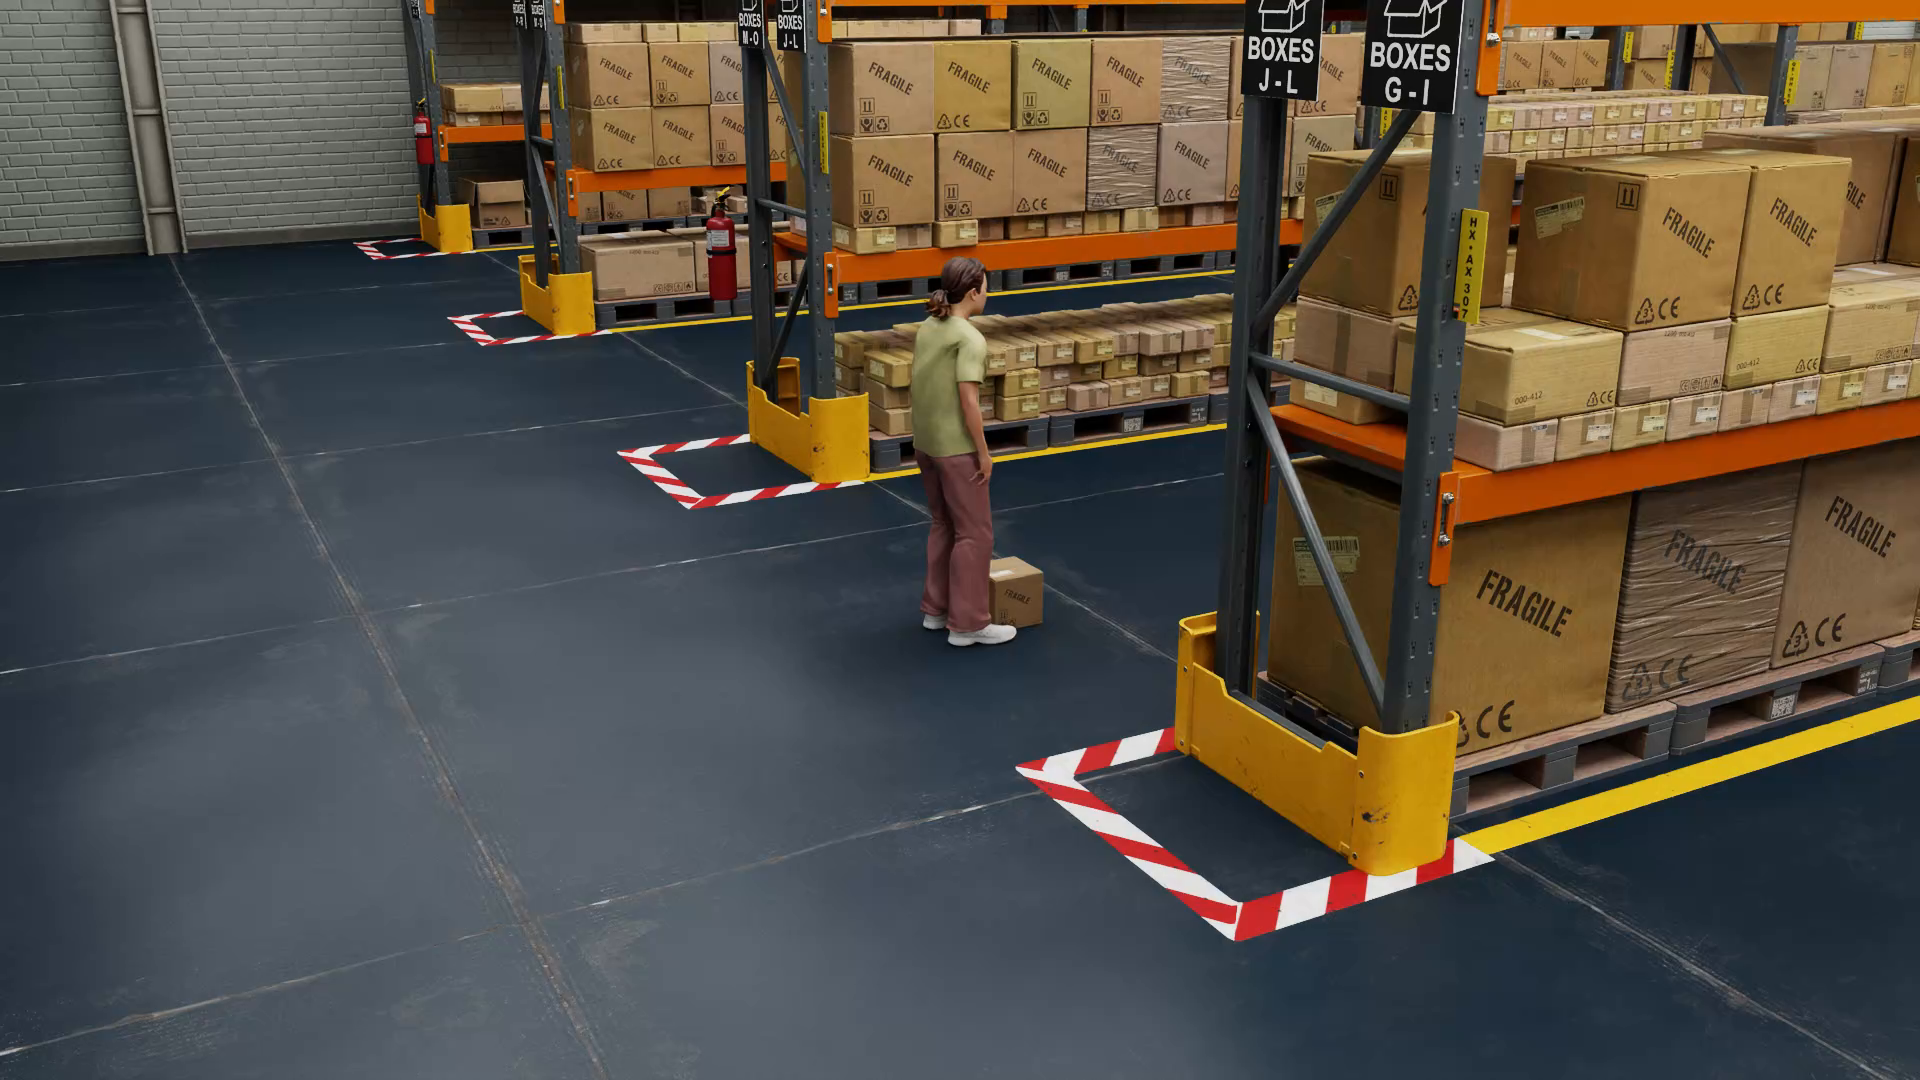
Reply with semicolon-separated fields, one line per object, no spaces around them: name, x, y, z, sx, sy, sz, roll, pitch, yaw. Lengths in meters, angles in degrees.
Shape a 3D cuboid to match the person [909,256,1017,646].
person;-0.013;-0.389;7.224;0.362;1.671;0.519;-11;22;-30
